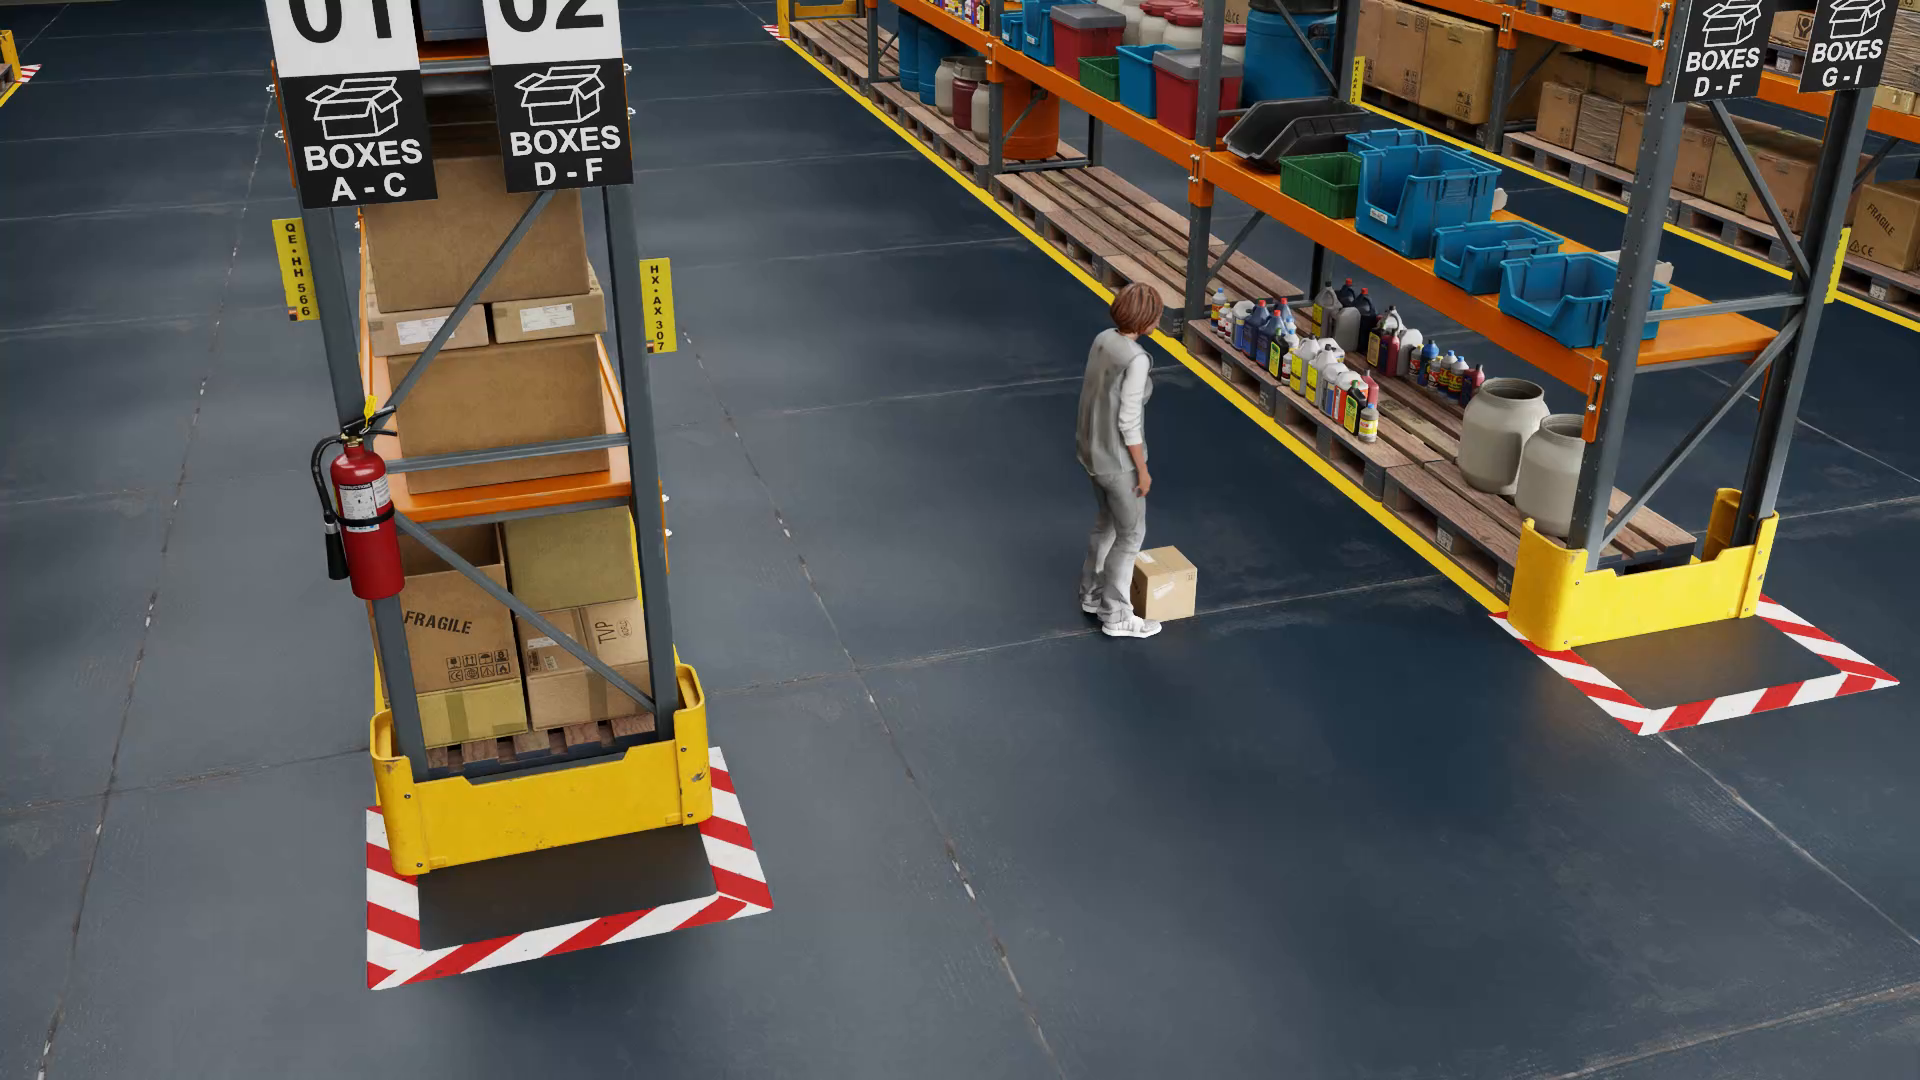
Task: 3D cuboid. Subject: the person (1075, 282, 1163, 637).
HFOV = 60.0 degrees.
[{"bbox_3d":[0.696,-0.353,7.329,0.343,1.592,0.461,-8,28,-16],"label":"person"}]
